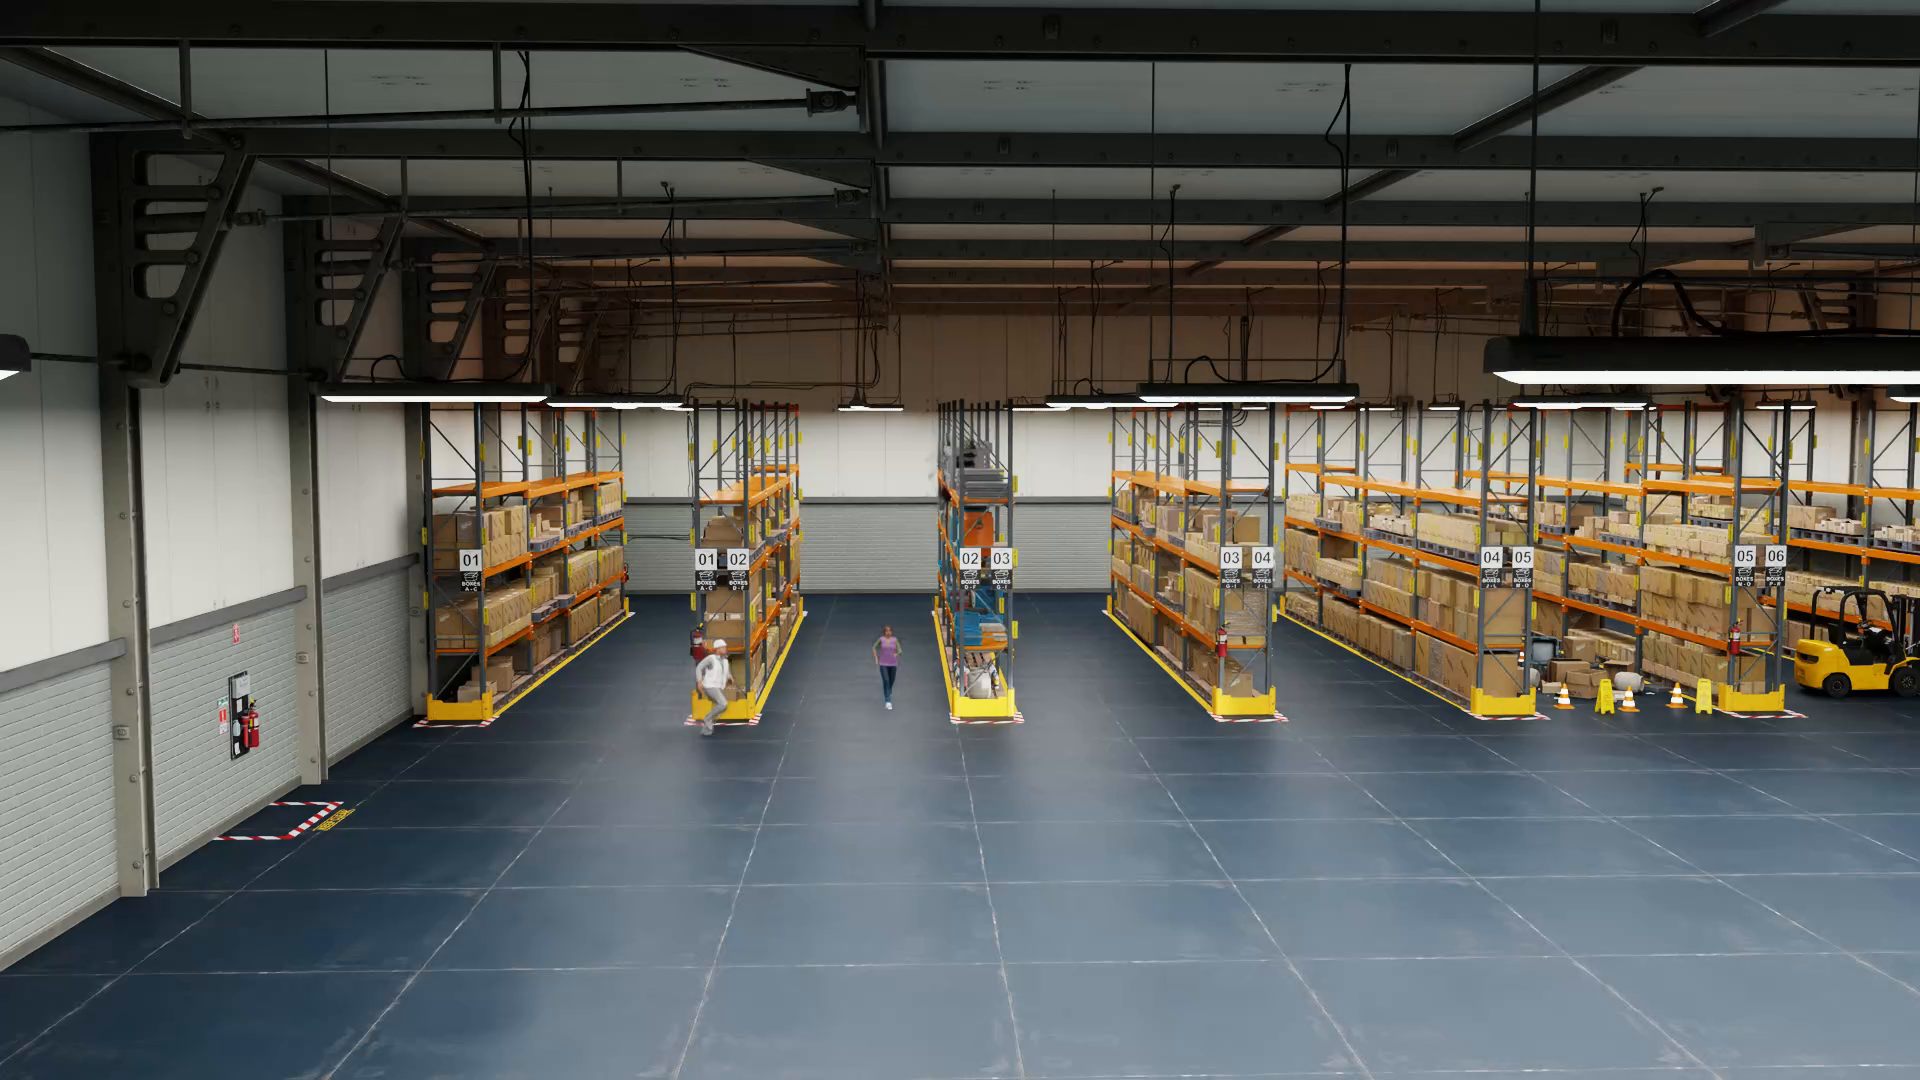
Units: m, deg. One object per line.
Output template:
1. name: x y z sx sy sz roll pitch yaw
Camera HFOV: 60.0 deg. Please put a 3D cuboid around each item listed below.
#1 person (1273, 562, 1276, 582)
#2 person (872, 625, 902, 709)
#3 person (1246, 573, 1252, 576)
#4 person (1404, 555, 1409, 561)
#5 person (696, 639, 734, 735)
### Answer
1. person: 9.010 1.168 48.752 0.561 1.714 0.739 -2 5 -21
2. person: -1.413 2.445 32.419 0.549 1.589 0.885 -1 4 -13
3. person: 8.028 1.396 46.349 0.617 1.621 0.554 0 4 -2
4. person: 13.239 1.153 49.201 0.835 1.667 0.603 0 4 2
5. person: -4.329 2.629 29.735 0.612 1.694 0.691 3 5 31
